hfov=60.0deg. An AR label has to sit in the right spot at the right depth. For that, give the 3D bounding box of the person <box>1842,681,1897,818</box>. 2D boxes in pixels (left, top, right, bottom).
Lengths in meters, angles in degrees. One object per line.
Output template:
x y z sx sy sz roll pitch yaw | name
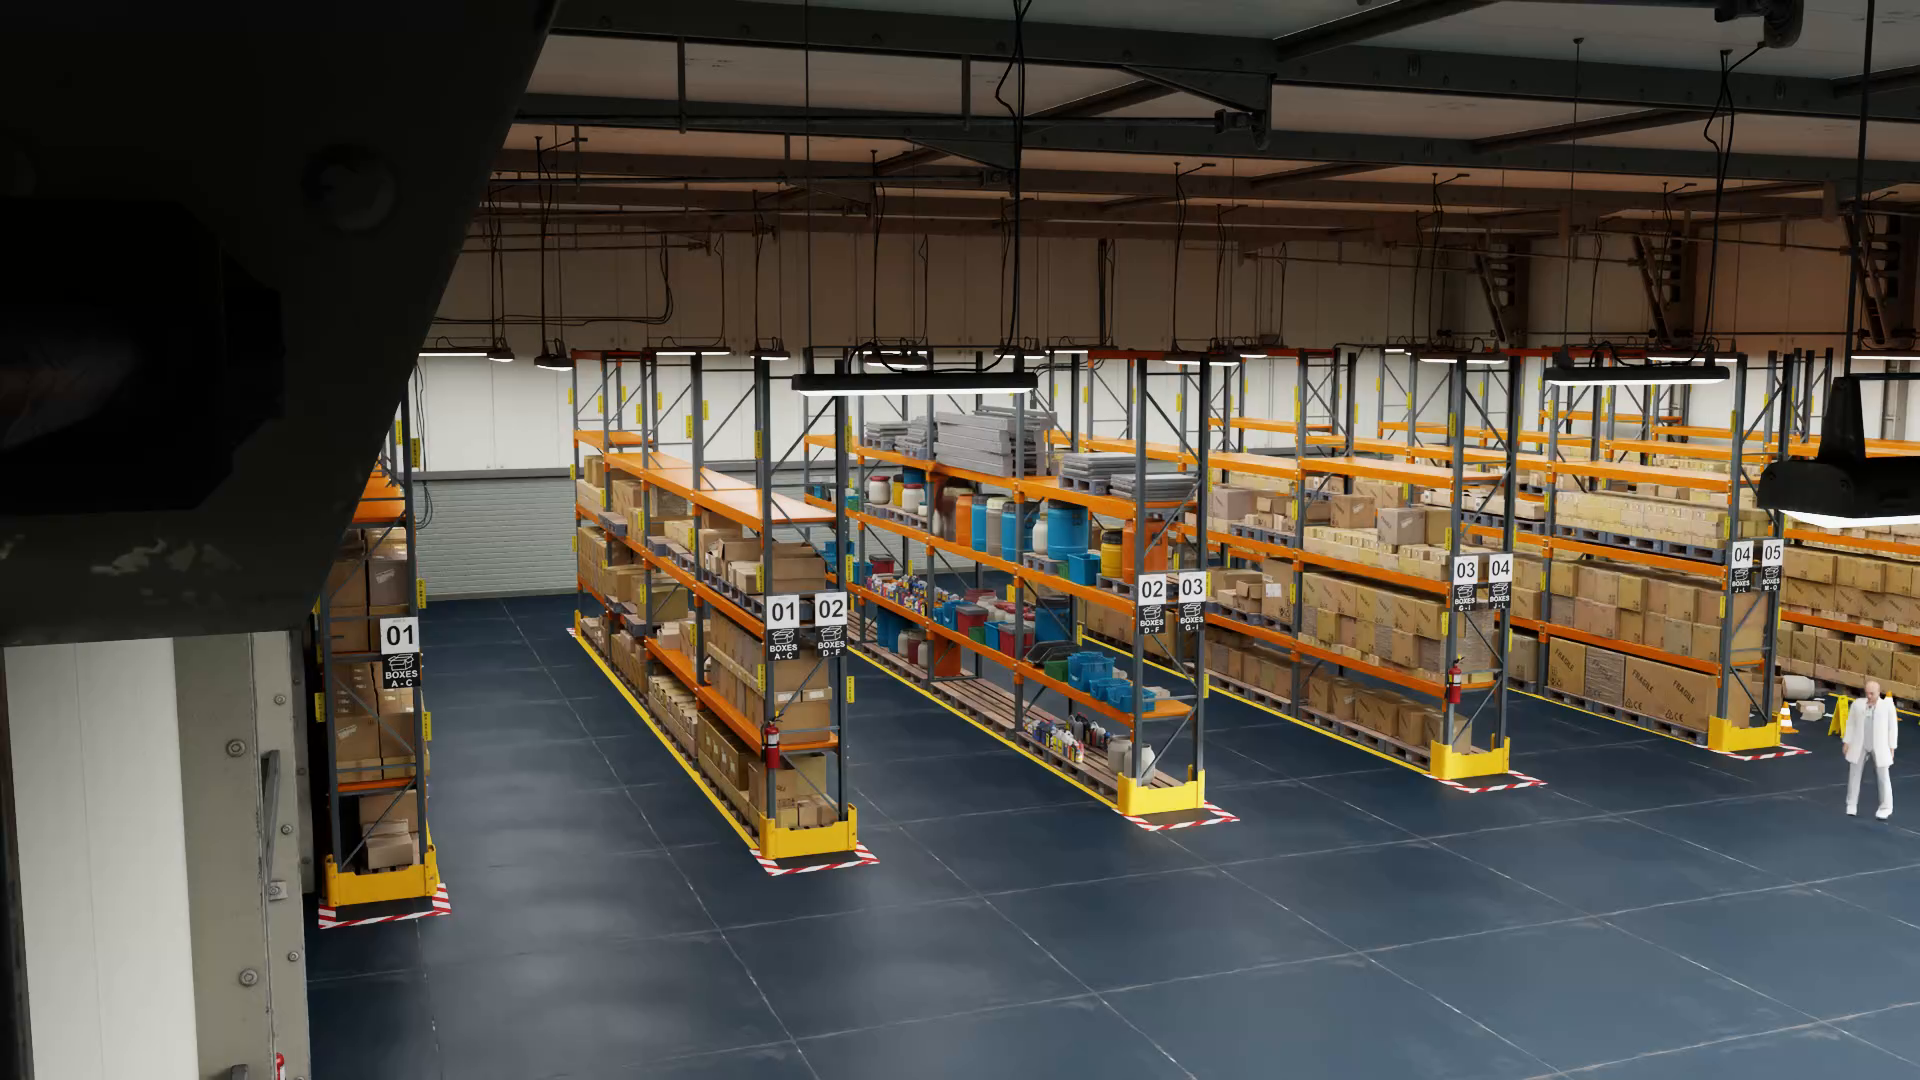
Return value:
11.937 2.733 21.853 0.632 1.774 0.454 5 9 34 | person

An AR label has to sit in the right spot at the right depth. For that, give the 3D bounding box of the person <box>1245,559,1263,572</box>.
7.506 0.272 41.935 0.911 1.676 0.666 -3 8 -22 | person
